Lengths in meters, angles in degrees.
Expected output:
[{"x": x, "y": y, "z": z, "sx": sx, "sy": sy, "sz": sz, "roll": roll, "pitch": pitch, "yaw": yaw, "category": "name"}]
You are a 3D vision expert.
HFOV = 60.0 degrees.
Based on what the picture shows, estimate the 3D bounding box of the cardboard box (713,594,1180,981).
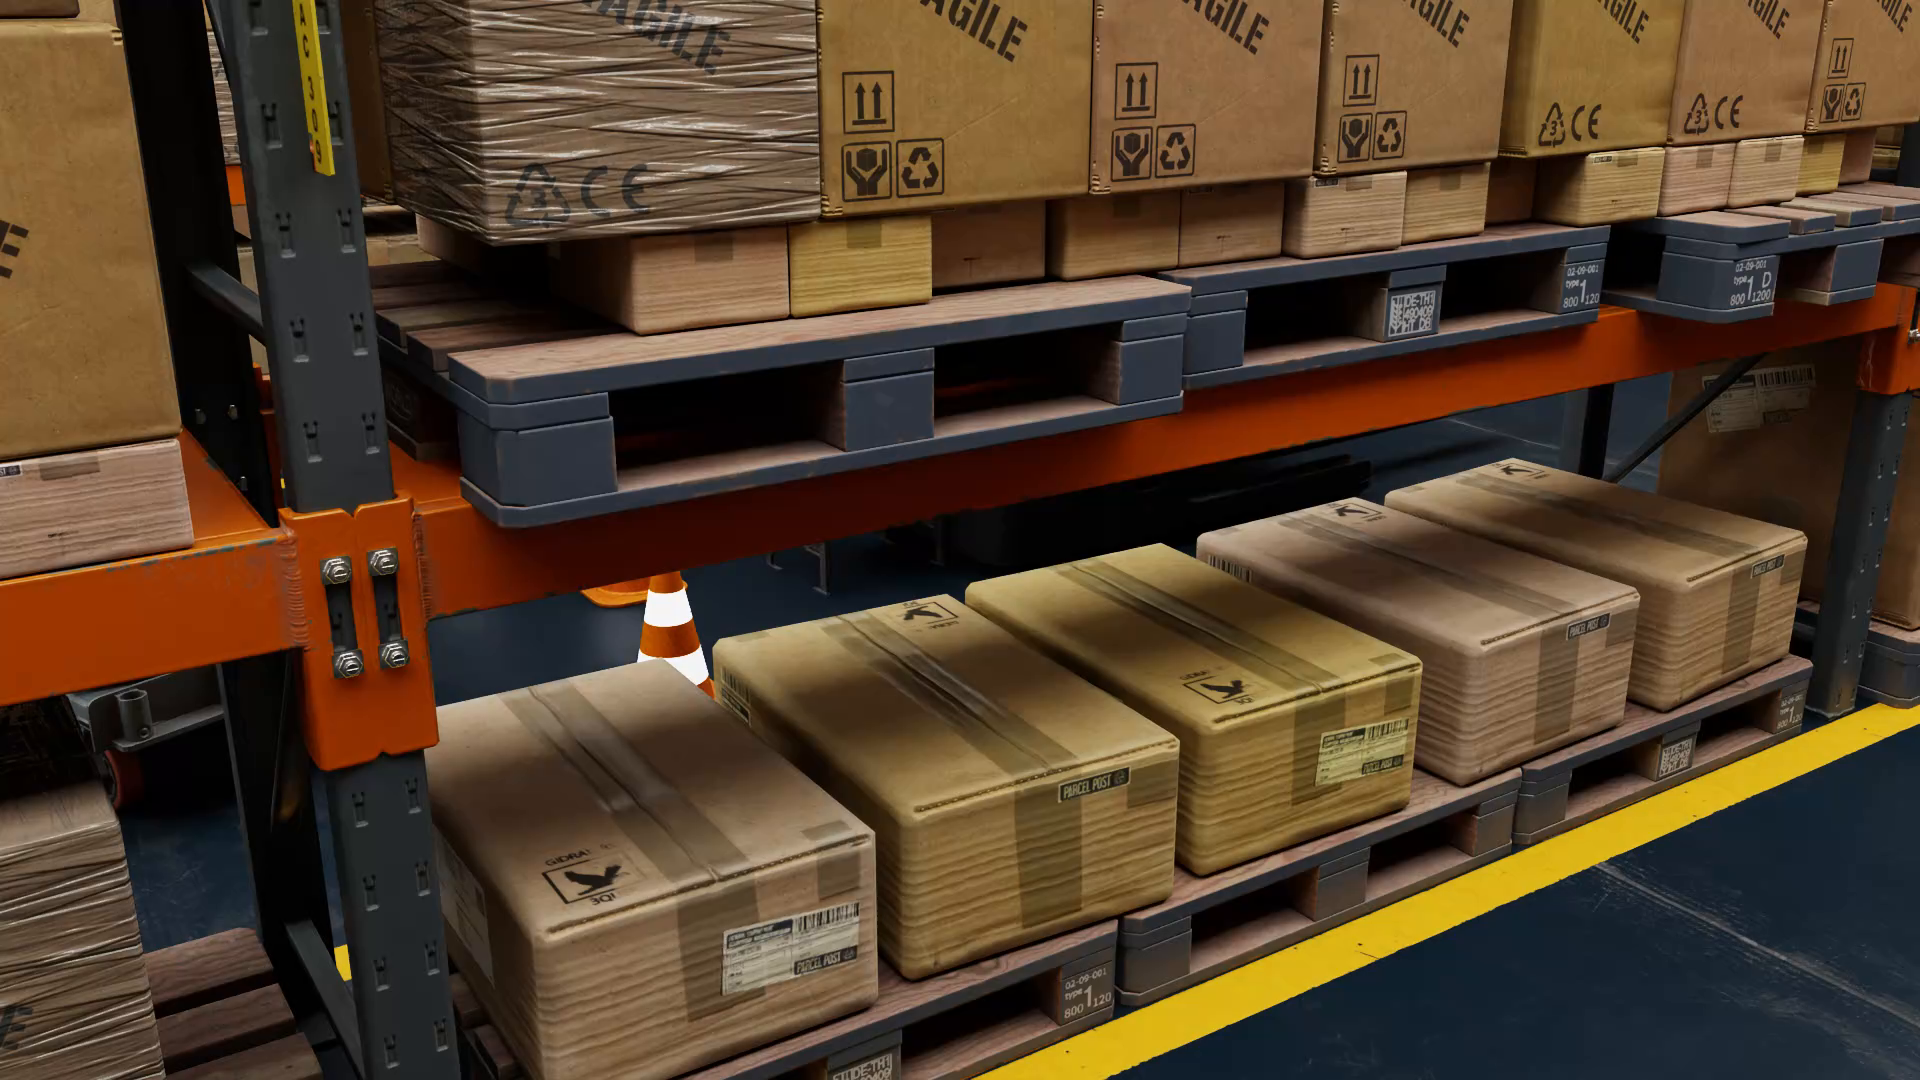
[{"x": -0.062, "y": 0.481, "z": 3.586, "sx": 0.625, "sy": 0.372, "sz": 0.950, "roll": -10, "pitch": 21, "yaw": -28, "category": "cardboard box"}]

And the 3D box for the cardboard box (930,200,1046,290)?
[{"x": -0.054, "y": -0.549, "z": 2.922, "sx": 0.250, "sy": 0.149, "sz": 0.380, "roll": -10, "pitch": 21, "yaw": -28, "category": "cardboard box"}]

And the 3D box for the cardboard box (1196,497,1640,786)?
[{"x": 1.155, "y": 0.226, "z": 4.340, "sx": 0.625, "sy": 0.372, "sz": 0.950, "roll": -12, "pitch": 22, "yaw": -32, "category": "cardboard box"}]

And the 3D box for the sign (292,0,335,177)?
[{"x": -0.792, "y": -0.611, "z": 2.016, "sx": 0.005, "sy": 0.325, "sz": 0.100, "roll": -12, "pitch": 22, "yaw": -31, "category": "sign"}]

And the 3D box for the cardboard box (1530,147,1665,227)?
[{"x": 1.293, "y": -0.791, "z": 3.637, "sx": 0.250, "sy": 0.149, "sz": 0.380, "roll": -11, "pitch": 22, "yaw": -30, "category": "cardboard box"}]

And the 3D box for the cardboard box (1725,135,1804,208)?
[{"x": 1.730, "y": -0.885, "z": 3.916, "sx": 0.250, "sy": 0.149, "sz": 0.380, "roll": -12, "pitch": 22, "yaw": -32, "category": "cardboard box"}]

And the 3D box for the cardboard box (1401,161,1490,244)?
[{"x": 0.849, "y": -0.714, "z": 3.410, "sx": 0.250, "sy": 0.149, "sz": 0.380, "roll": -13, "pitch": 22, "yaw": -33, "category": "cardboard box"}]

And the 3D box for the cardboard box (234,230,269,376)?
[{"x": -3.435, "y": -0.917, "z": 7.131, "sx": 0.750, "sy": 0.750, "sz": 1.050, "roll": -12, "pitch": 22, "yaw": -32, "category": "cardboard box"}]

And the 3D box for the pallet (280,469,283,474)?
[{"x": -3.301, "y": -0.486, "z": 7.352, "sx": 1.213, "sy": 0.211, "sz": 1.003, "roll": -12, "pitch": 22, "yaw": -31, "category": "pallet"}]

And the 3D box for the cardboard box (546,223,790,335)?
[{"x": -0.462, "y": -0.437, "z": 2.591, "sx": 0.250, "sy": 0.149, "sz": 0.380, "roll": -12, "pitch": 22, "yaw": -31, "category": "cardboard box"}]

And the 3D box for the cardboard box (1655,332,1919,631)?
[{"x": 2.866, "y": -0.341, "z": 5.231, "sx": 0.875, "sy": 0.875, "sz": 0.875, "roll": -12, "pitch": 22, "yaw": -32, "category": "cardboard box"}]

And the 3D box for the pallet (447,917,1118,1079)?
[{"x": -0.447, "y": 0.839, "z": 3.433, "sx": 1.213, "sy": 0.211, "sz": 1.003, "roll": -12, "pitch": 22, "yaw": -31, "category": "pallet"}]

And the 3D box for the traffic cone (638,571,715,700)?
[{"x": -0.831, "y": 0.264, "z": 4.740, "sx": 0.334, "sy": 0.463, "sz": 0.336, "roll": -12, "pitch": 22, "yaw": -31, "category": "traffic cone"}]

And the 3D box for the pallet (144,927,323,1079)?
[{"x": -1.638, "y": 1.104, "z": 2.649, "sx": 1.213, "sy": 0.211, "sz": 1.003, "roll": -12, "pitch": 22, "yaw": -31, "category": "pallet"}]

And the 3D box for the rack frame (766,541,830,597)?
[{"x": -0.569, "y": -0.852, "z": 5.486, "sx": 0.015, "sy": 2.100, "sz": 0.400, "roll": -13, "pitch": 23, "yaw": -34, "category": "rack frame"}]

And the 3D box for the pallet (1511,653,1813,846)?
[{"x": 1.590, "y": 0.409, "z": 4.705, "sx": 1.213, "sy": 0.211, "sz": 1.003, "roll": -12, "pitch": 22, "yaw": -31, "category": "pallet"}]

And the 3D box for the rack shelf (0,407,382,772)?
[{"x": -2.767, "y": 0.349, "z": 1.653, "sx": 4.000, "sy": 0.370, "sz": 1.077, "roll": -12, "pitch": 22, "yaw": -31, "category": "rack shelf"}]

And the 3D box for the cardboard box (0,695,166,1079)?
[{"x": -1.443, "y": 0.580, "z": 2.312, "sx": 0.500, "sy": 0.500, "sz": 0.500, "roll": -12, "pitch": 22, "yaw": -32, "category": "cardboard box"}]

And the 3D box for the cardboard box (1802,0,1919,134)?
[{"x": 2.017, "y": -1.282, "z": 4.076, "sx": 0.500, "sy": 0.500, "sz": 0.500, "roll": -13, "pitch": 22, "yaw": -33, "category": "cardboard box"}]

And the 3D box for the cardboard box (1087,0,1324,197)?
[{"x": 0.291, "y": -0.909, "z": 2.975, "sx": 0.500, "sy": 0.500, "sz": 0.500, "roll": -12, "pitch": 22, "yaw": -32, "category": "cardboard box"}]

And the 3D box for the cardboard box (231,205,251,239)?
[{"x": -5.147, "y": -2.299, "z": 11.579, "sx": 0.500, "sy": 0.500, "sz": 0.700, "roll": -14, "pitch": 23, "yaw": -36, "category": "cardboard box"}]

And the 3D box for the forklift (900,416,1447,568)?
[{"x": 1.043, "y": -1.637, "z": 6.511, "sx": 3.031, "sy": 2.935, "sz": 1.130, "roll": -13, "pitch": 23, "yaw": -34, "category": "forklift"}]

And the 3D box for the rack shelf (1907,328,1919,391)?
[{"x": 3.914, "y": -1.060, "z": 5.821, "sx": 4.000, "sy": 0.370, "sz": 1.077, "roll": -12, "pitch": 22, "yaw": -31, "category": "rack shelf"}]

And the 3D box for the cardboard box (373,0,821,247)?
[{"x": -0.548, "y": -0.738, "z": 2.466, "sx": 0.500, "sy": 0.500, "sz": 0.500, "roll": -11, "pitch": 22, "yaw": -30, "category": "cardboard box"}]

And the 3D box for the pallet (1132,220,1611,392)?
[{"x": 0.613, "y": -0.598, "z": 3.631, "sx": 1.213, "sy": 0.211, "sz": 1.003, "roll": -12, "pitch": 22, "yaw": -31, "category": "pallet"}]

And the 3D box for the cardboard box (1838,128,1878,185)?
[{"x": 2.099, "y": -1.008, "z": 4.280, "sx": 0.250, "sy": 0.149, "sz": 0.380, "roll": -11, "pitch": 22, "yaw": -29, "category": "cardboard box"}]

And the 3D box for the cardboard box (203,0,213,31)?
[{"x": -3.064, "y": -2.352, "z": 6.801, "sx": 0.500, "sy": 0.500, "sz": 0.700, "roll": -12, "pitch": 22, "yaw": -32, "category": "cardboard box"}]

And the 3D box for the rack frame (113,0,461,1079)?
[{"x": -1.097, "y": -0.344, "z": 2.580, "sx": 0.127, "sy": 3.000, "sz": 1.000, "roll": -12, "pitch": 22, "yaw": -31, "category": "rack frame"}]

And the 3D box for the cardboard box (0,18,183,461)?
[{"x": -1.331, "y": -0.388, "z": 2.088, "sx": 0.500, "sy": 0.500, "sz": 0.500, "roll": -13, "pitch": 22, "yaw": -33, "category": "cardboard box"}]

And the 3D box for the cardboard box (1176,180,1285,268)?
[{"x": 0.392, "y": -0.626, "z": 3.151, "sx": 0.250, "sy": 0.149, "sz": 0.380, "roll": -12, "pitch": 22, "yaw": -31, "category": "cardboard box"}]

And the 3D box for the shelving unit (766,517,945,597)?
[{"x": -0.374, "y": -0.898, "z": 5.624, "sx": 0.503, "sy": 2.100, "sz": 0.431, "roll": -13, "pitch": 23, "yaw": -34, "category": "shelving unit"}]

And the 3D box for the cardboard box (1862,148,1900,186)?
[{"x": 2.791, "y": -0.997, "z": 4.744, "sx": 0.500, "sy": 0.250, "sz": 0.500, "roll": -12, "pitch": 22, "yaw": -32, "category": "cardboard box"}]

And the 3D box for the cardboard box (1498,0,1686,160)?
[{"x": 1.170, "y": -1.099, "z": 3.534, "sx": 0.500, "sy": 0.500, "sz": 0.500, "roll": -14, "pitch": 23, "yaw": -35, "category": "cardboard box"}]
